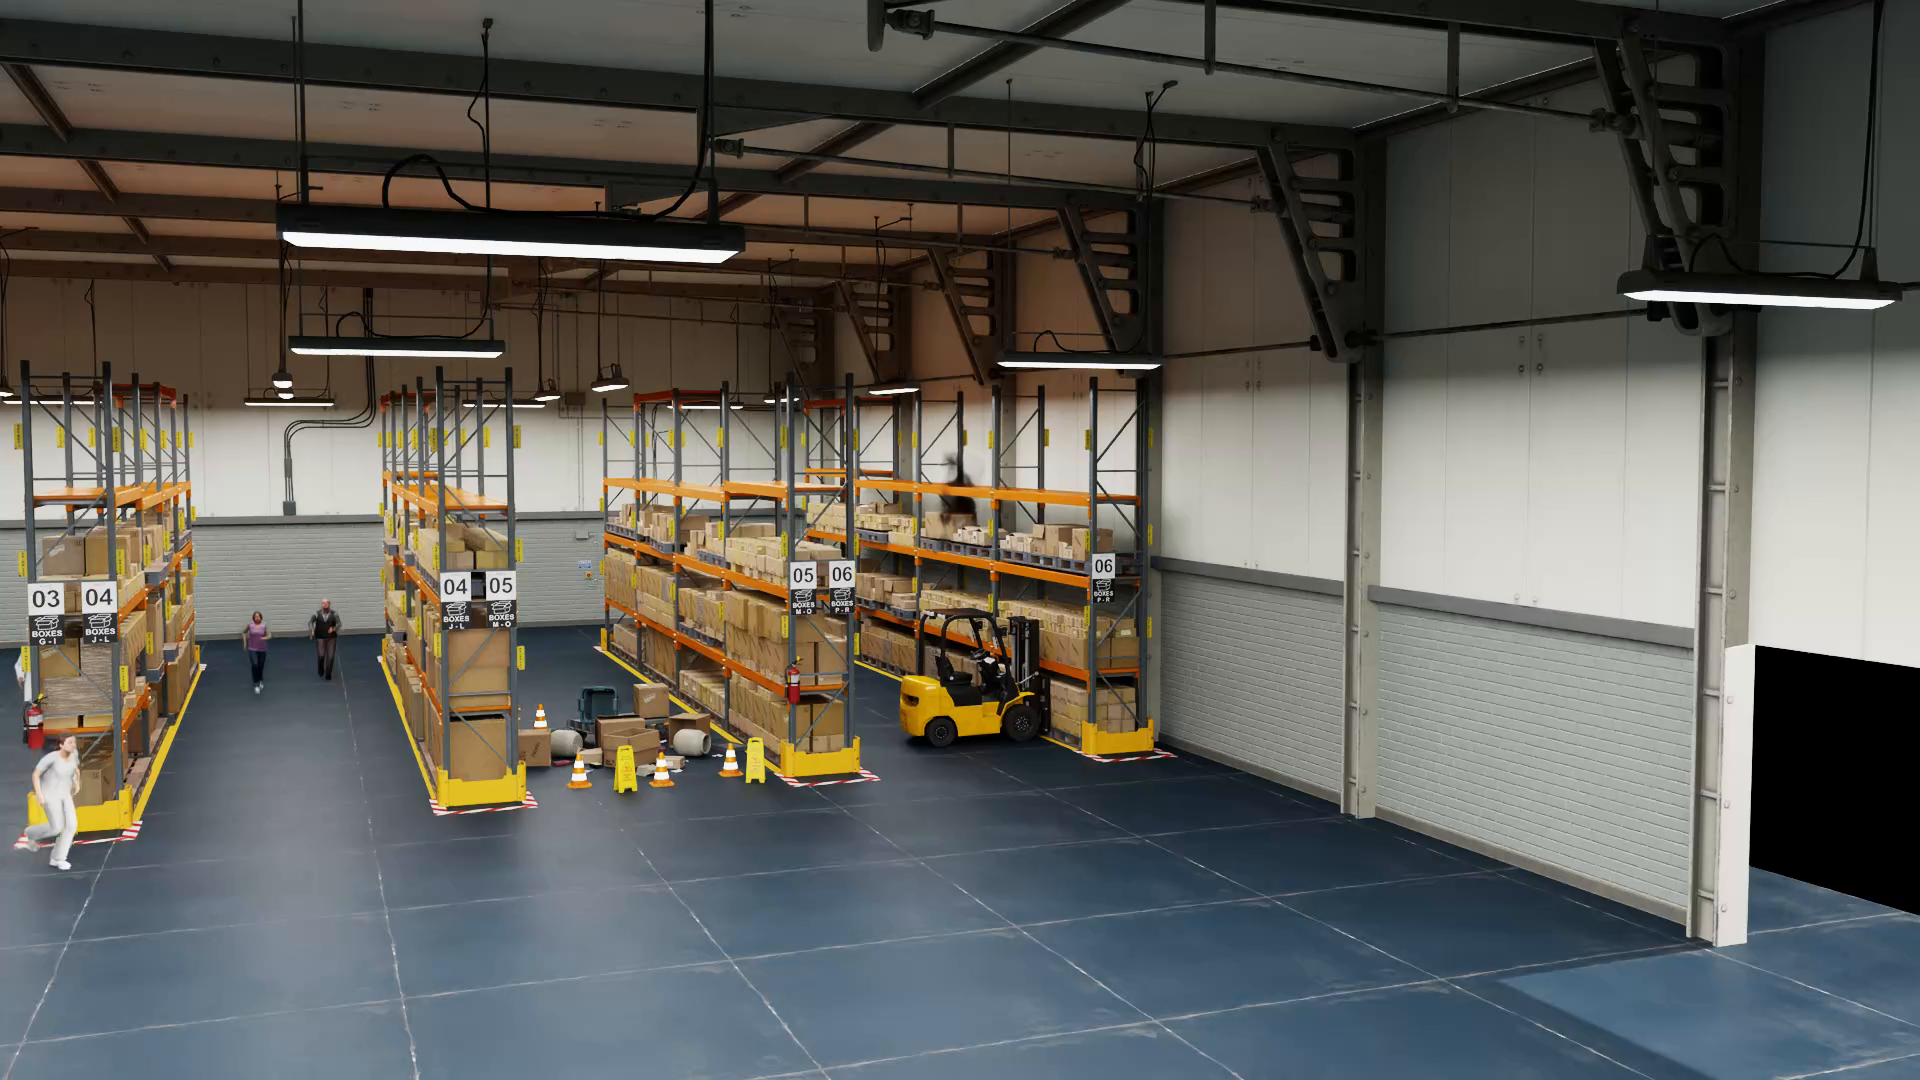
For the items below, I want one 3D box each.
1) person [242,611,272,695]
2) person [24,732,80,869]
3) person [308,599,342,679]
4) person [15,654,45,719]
[{"bbox_3d":[-13.895,2.217,32.896,0.502,1.643,0.801,-2,4,-30],"label":"person"},{"bbox_3d":[-10.679,3.037,19.574,0.752,1.604,0.556,1,4,16],"label":"person"},{"bbox_3d":[-13.230,2.068,34.681,0.651,1.679,0.590,-1,4,-23],"label":"person"},{"bbox_3d":[-15.229,2.454,27.518,0.716,1.754,1.016,-2,4,-28],"label":"person"}]
